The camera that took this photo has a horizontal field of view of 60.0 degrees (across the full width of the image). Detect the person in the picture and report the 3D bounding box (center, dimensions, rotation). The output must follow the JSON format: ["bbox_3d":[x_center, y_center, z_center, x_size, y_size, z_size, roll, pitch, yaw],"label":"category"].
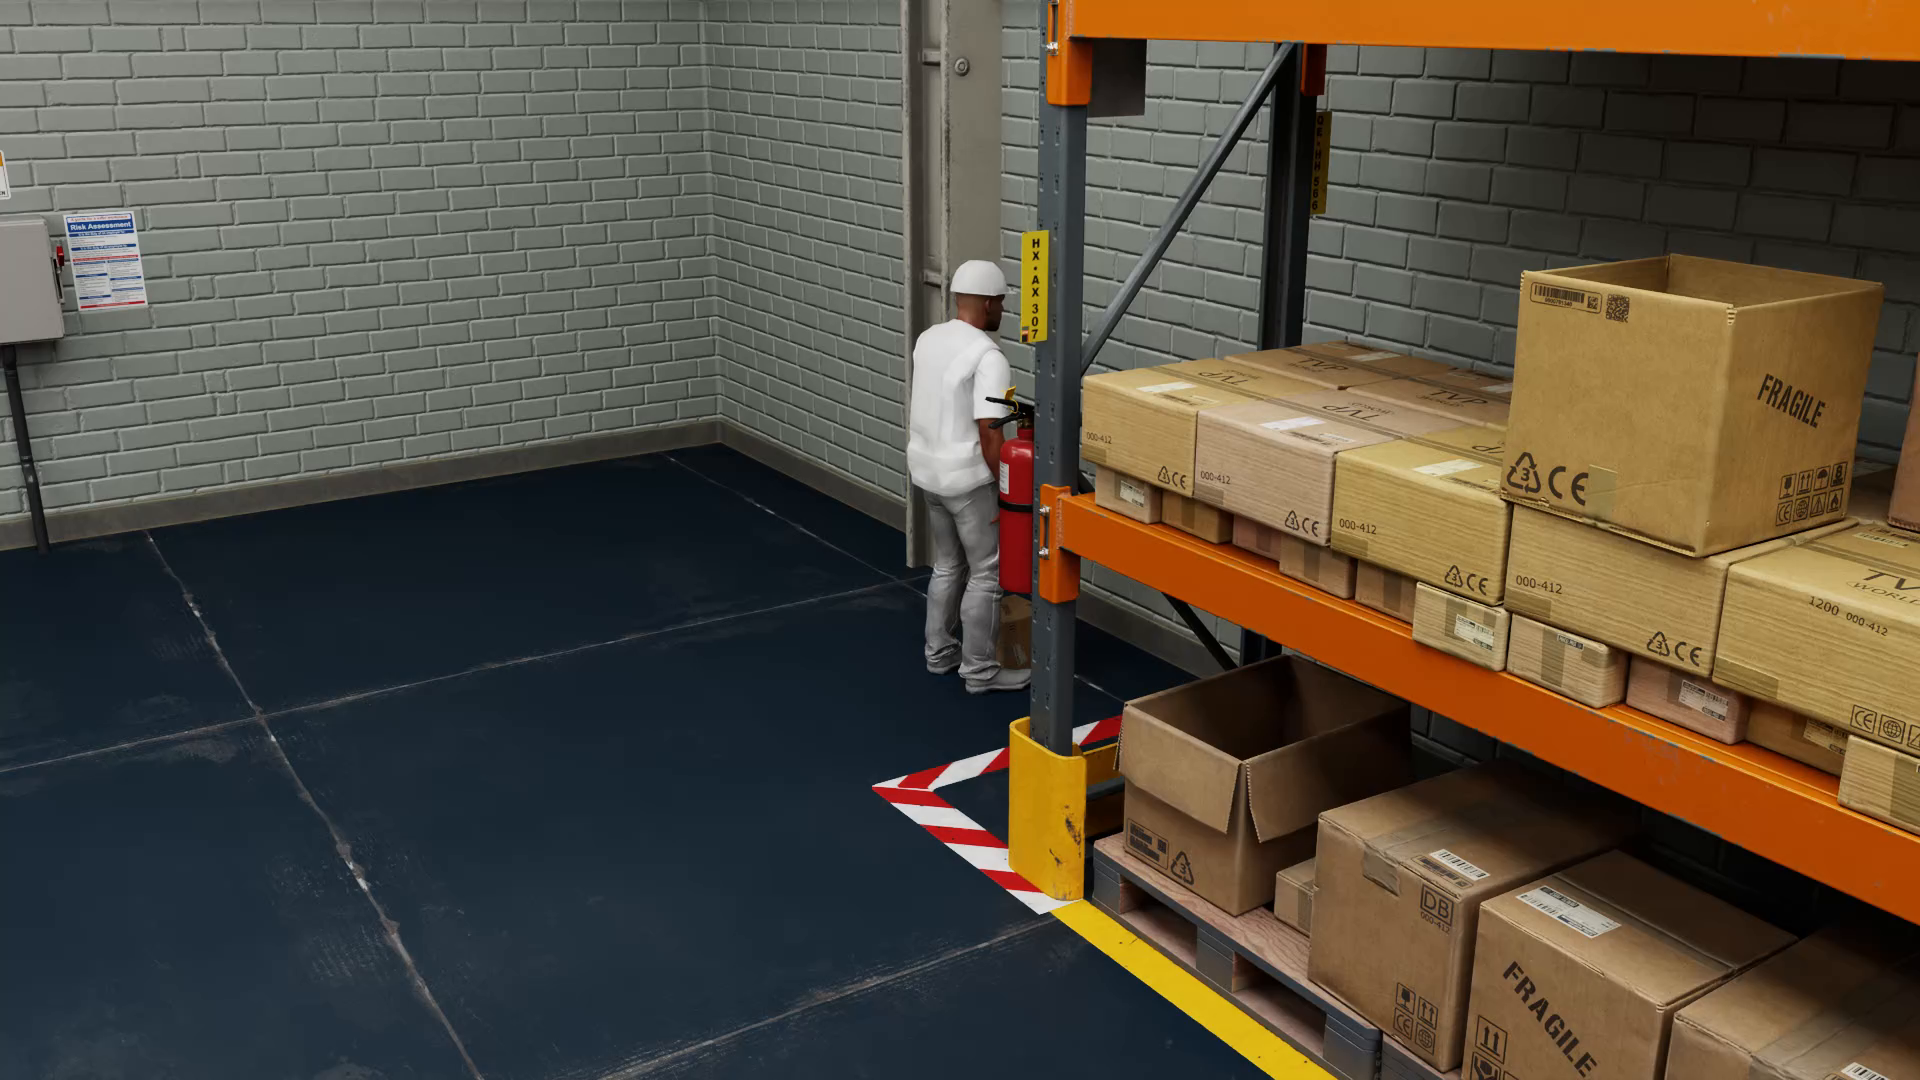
[{"bbox_3d":[0.037,-0.262,6.833,0.460,1.760,0.627,-11,21,-31],"label":"person"}]
